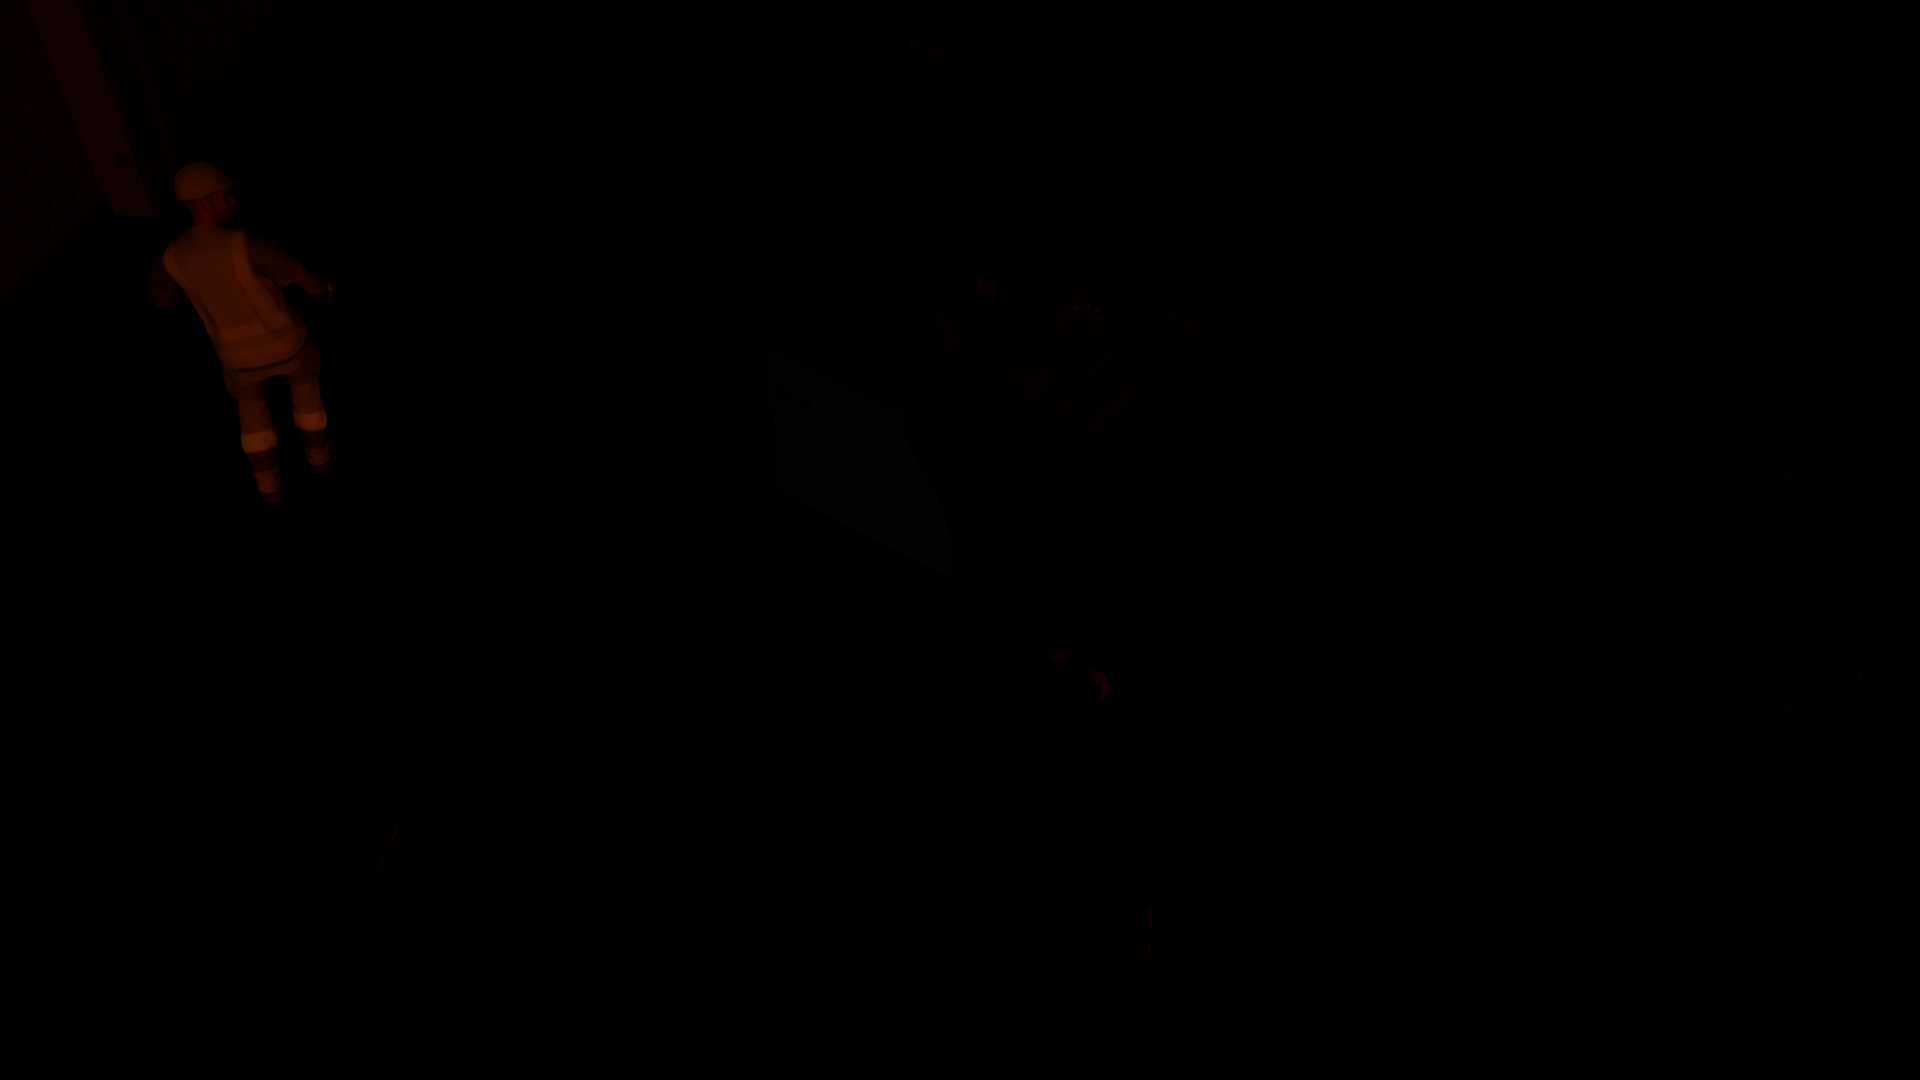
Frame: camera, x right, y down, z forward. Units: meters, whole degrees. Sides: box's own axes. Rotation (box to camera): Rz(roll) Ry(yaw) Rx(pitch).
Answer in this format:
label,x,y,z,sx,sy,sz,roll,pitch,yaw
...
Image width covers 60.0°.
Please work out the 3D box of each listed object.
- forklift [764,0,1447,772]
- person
label,x,y,z,sx,sy,sz,roll,pitch,yaw
forklift,0.623,-0.785,6.579,3.031,2.935,1.130,26,49,26
person,-3.266,-0.971,7.710,0.778,1.732,0.642,-8,43,-9
